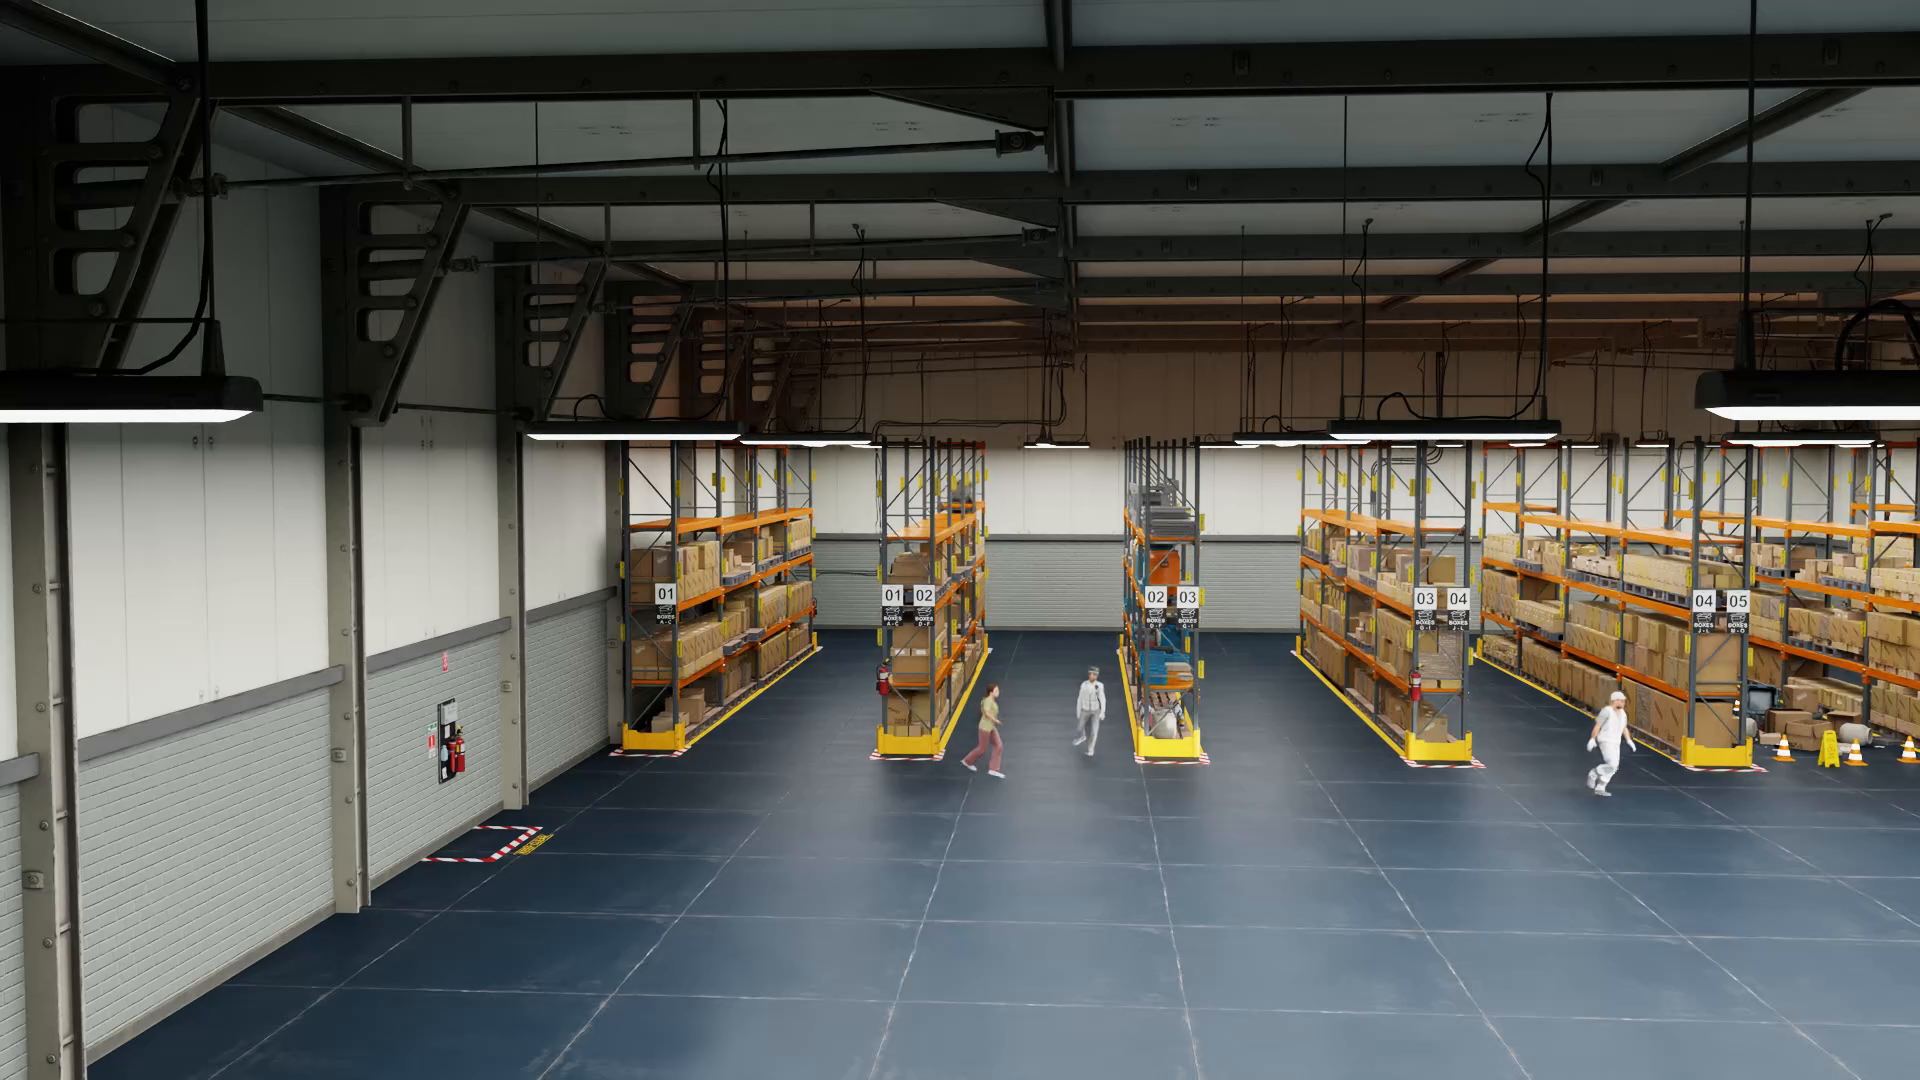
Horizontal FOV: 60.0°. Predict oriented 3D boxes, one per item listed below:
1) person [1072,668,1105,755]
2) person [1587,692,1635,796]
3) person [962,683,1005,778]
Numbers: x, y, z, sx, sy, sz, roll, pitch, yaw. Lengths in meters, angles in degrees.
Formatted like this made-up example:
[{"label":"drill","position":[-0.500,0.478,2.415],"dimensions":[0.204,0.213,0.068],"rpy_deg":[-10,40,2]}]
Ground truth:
[{"label":"person","position":[2.418,3.201,31.358],"dimensions":[0.691,1.640,0.590],"rpy_deg":[1,3,15]},{"label":"person","position":[10.788,3.371,27.561],"dimensions":[0.654,1.737,0.606],"rpy_deg":[-2,4,-34]},{"label":"person","position":[0.393,3.336,29.226],"dimensions":[0.823,1.649,0.541],"rpy_deg":[1,3,20]}]
